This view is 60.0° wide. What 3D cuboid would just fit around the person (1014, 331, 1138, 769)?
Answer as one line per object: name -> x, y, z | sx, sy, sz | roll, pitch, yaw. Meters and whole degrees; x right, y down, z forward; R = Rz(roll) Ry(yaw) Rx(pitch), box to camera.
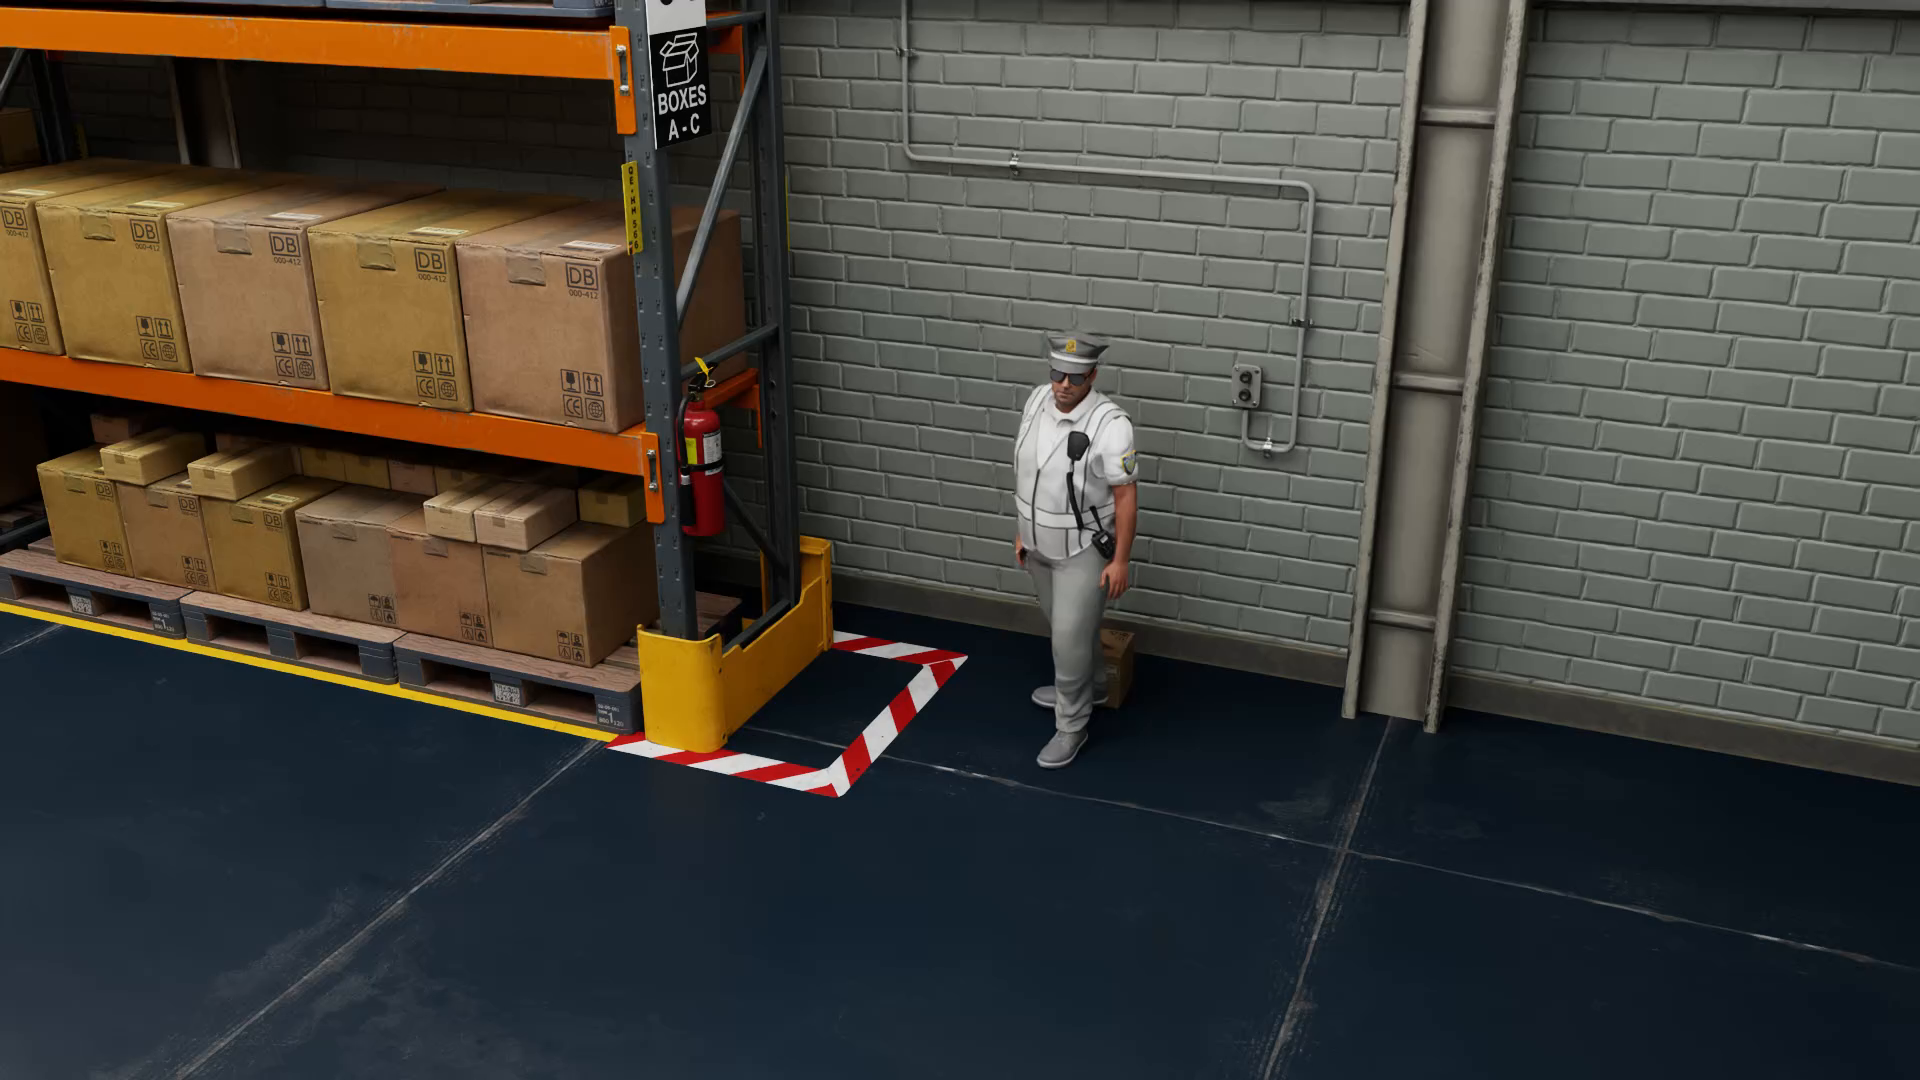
person -> 0.455, -0.004, 6.588 | 0.586, 1.747, 0.569 | -18, 28, -37
